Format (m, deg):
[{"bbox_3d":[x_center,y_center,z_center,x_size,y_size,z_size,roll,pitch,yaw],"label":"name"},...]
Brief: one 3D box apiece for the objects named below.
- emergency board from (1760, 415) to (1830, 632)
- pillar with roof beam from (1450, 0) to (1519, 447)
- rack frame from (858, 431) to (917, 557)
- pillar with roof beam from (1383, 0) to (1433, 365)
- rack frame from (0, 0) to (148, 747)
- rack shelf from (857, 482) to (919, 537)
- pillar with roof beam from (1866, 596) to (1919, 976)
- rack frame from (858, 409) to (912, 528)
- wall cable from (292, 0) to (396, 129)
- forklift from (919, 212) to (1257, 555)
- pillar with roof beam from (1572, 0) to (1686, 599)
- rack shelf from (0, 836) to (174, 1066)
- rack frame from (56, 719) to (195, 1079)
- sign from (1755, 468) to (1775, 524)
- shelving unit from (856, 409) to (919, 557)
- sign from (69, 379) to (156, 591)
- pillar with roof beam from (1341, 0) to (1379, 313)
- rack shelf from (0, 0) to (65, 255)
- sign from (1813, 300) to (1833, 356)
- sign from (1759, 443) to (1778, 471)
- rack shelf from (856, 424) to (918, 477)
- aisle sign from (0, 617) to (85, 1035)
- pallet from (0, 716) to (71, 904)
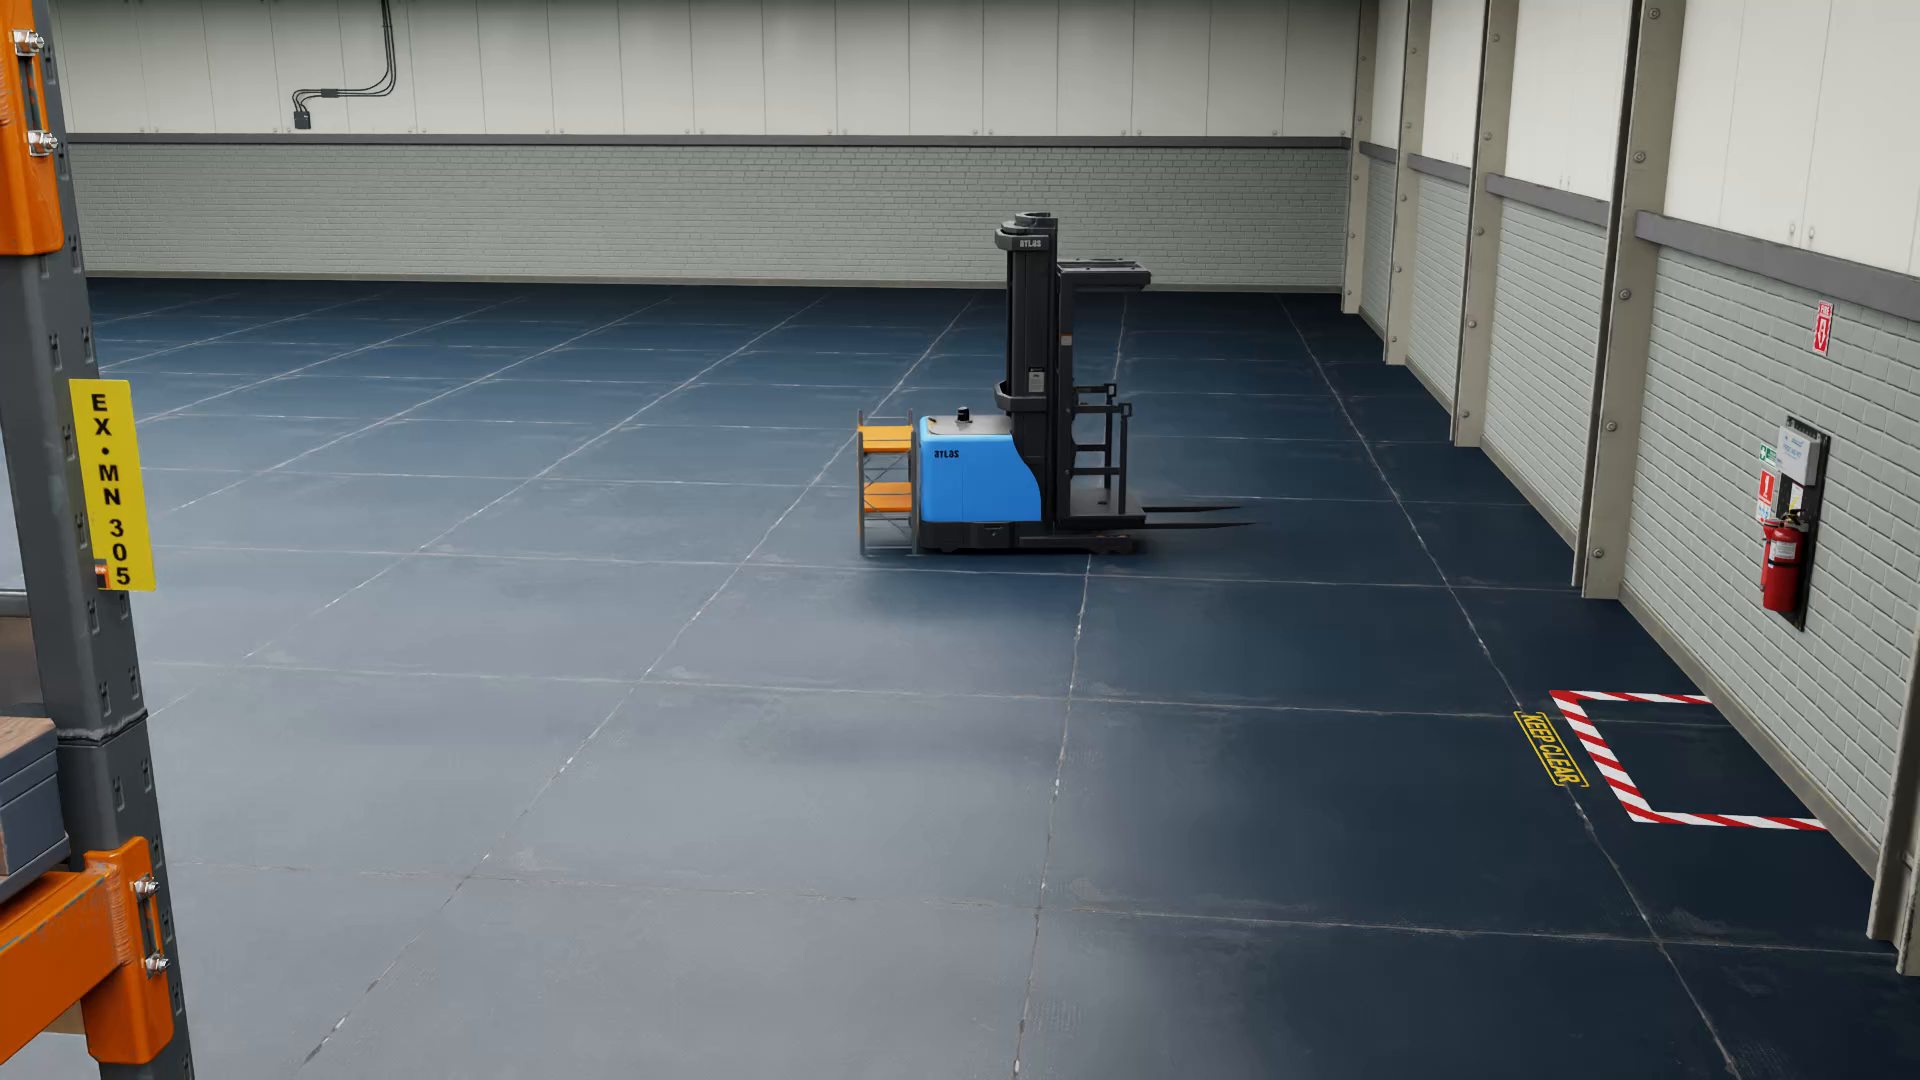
[{"bbox_3d":[4.877,-0.107,9.900,0.194,1.169,0.643,2,15,6],"label":"emergency board"},{"bbox_3d":[1.637,-5.602,18.729,9.100,9.000,0.400,2,15,6],"label":"pillar with roof beam"},{"bbox_3d":[-0.632,-0.399,14.572,0.500,1.125,0.032,-1,15,-3],"label":"rack frame"},{"bbox_3d":[2.314,-7.159,24.484,9.100,9.000,0.400,2,15,6],"label":"pillar with roof beam"},{"bbox_3d":[-1.819,-1.159,2.297,1.000,3.000,0.127,2,15,6],"label":"rack frame"},{"bbox_3d":[-0.662,-0.296,15.126,0.538,0.278,1.000,-1,15,-3],"label":"rack shelf"},{"bbox_3d":[0.283,-2.490,7.219,9.100,9.000,0.400,2,15,6],"label":"pillar with roof beam"},{"bbox_3d":[-0.692,-0.664,15.552,0.500,1.125,0.032,-1,15,-3],"label":"rack frame"},{"bbox_3d":[-12.953,-11.599,34.390,2.305,6.003,0.169,2,15,6],"label":"wall cable"},{"bbox_3d":[1.147,-1.424,14.902,3.031,2.935,1.130,-1,15,-2],"label":"forklift"},{"bbox_3d":[0.960,-4.046,12.974,9.100,9.000,0.400,2,15,6],"label":"pillar with roof beam"},{"bbox_3d":[-2.045,1.155,0.864,1.077,0.370,4.000,2,15,6],"label":"rack shelf"},{"bbox_3d":[-1.819,1.737,3.080,1.000,3.000,0.127,2,15,6],"label":"rack frame"},{"bbox_3d":[5.042,-0.265,10.414,0.001,0.329,0.234,2,15,6],"label":"sign"},{"bbox_3d":[-0.662,-0.532,15.062,0.538,1.125,1.048,-1,15,-3],"label":"shelving unit"},{"bbox_3d":[-1.282,-0.081,2.511,0.100,0.325,0.005,2,15,6],"label":"sign"},{"bbox_3d":[2.991,-8.715,30.239,9.100,9.000,0.400,2,15,6],"label":"pillar with roof beam"},{"bbox_3d":[-2.045,-0.100,0.525,1.077,0.370,4.000,2,15,6],"label":"rack shelf"},{"bbox_3d":[4.977,-1.225,9.594,0.001,0.298,0.199,2,15,6],"label":"sign"},{"bbox_3d":[5.033,-0.520,10.341,0.001,0.109,0.331,2,15,6],"label":"sign"},{"bbox_3d":[-0.662,-0.814,14.985,0.538,0.278,1.000,-1,15,-3],"label":"rack shelf"},{"bbox_3d":[-1.520,0.474,2.772,0.394,0.787,0.004,2,15,6],"label":"aisle sign"},{"bbox_3d":[-1.925,0.514,2.025,1.003,0.211,1.213,2,15,6],"label":"pallet"}]
